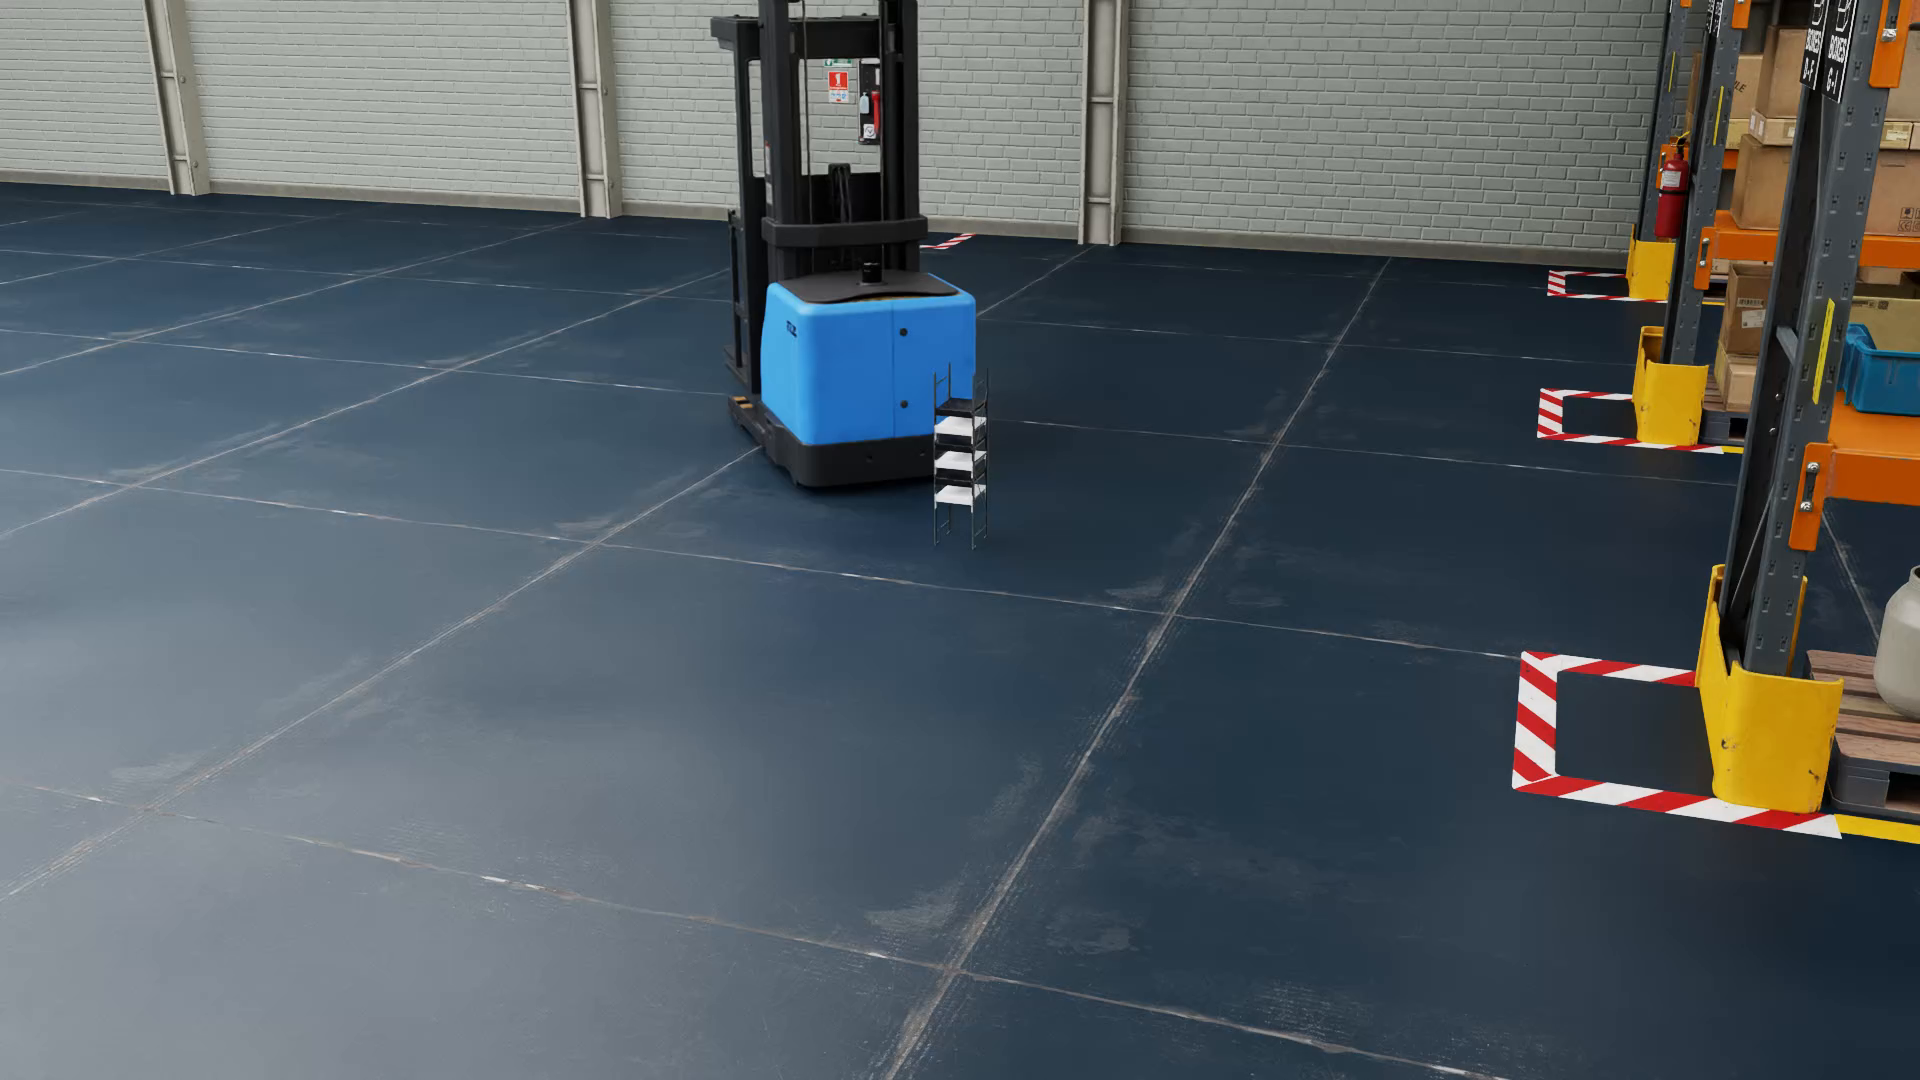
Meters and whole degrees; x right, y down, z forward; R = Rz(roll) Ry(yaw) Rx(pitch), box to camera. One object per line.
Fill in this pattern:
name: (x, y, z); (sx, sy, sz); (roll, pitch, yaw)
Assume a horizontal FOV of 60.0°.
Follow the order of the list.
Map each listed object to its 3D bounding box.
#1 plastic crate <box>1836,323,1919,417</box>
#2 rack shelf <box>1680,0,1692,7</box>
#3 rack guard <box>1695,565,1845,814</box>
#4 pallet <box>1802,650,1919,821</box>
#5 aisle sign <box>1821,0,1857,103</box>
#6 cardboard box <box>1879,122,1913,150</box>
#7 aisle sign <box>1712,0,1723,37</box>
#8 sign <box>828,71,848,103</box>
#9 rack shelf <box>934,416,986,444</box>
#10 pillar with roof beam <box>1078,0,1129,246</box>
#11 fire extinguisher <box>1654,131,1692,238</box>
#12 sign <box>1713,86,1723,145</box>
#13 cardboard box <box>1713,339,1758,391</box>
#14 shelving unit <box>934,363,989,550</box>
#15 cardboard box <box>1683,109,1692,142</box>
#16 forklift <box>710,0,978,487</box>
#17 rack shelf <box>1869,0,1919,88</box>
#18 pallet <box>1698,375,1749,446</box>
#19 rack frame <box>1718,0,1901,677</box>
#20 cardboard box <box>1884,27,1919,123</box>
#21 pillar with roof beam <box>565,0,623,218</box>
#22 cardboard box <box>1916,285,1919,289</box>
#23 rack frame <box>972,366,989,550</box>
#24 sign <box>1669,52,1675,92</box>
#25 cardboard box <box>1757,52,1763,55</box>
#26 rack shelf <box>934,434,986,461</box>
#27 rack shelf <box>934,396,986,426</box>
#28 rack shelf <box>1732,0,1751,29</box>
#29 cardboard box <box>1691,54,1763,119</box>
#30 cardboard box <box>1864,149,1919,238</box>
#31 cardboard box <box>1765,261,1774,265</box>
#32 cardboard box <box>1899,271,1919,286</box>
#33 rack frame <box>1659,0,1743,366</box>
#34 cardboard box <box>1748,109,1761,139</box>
plastic crate: (3.522, -0.612, 6.002); (0.616, 0.251, 0.499); (7, 20, 18)
rack shelf: (8.092, -4.585, 13.707); (4.000, 0.370, 1.077); (7, 20, 18)
rack guard: (3.039, 0.530, 6.295); (0.348, 0.500, 1.175); (7, 20, 18)
pallet: (3.804, 0.756, 6.086); (1.213, 0.211, 1.003); (7, 20, 18)
aisle sign: (2.787, -1.788, 5.199); (0.004, 0.787, 0.394); (7, 20, 18)
cardboard box: (5.366, -2.373, 9.688); (0.250, 0.149, 0.380); (7, 20, 18)
aisle sign: (4.418, -3.323, 9.602); (0.004, 0.787, 0.394); (7, 20, 18)
sign: (-1.330, -4.953, 18.174); (0.234, 0.329, 0.001); (7, 20, 18)
rack shelf: (0.008, -0.563, 8.377); (0.200, 0.077, 0.258); (7, 20, 18)
pillar with roof beam: (0.067, -6.060, 12.289); (0.400, 9.000, 9.100); (7, 20, 18)
fire extinguisher: (4.621, -2.304, 10.746); (0.183, 0.674, 0.296); (7, 20, 18)
sign: (4.393, -2.458, 9.634); (0.005, 0.325, 0.100); (7, 20, 18)
cardboard box: (5.184, -1.117, 10.764); (0.500, 0.250, 0.500); (7, 20, 18)
shelving unit: (0.008, -0.424, 8.426); (0.210, 0.900, 0.258); (7, 20, 18)
cardboard box: (6.708, -3.672, 14.752); (0.500, 0.250, 0.500); (7, 20, 19)
forklift: (-0.864, -2.126, 10.222); (1.130, 2.935, 3.031); (-7, 20, -18)
rack shelf: (4.841, -1.504, 4.871); (4.000, 0.370, 1.077); (7, 20, 18)
pallet: (5.317, -0.797, 10.542); (1.213, 0.211, 1.003); (7, 20, 18)
rack frame: (2.952, -0.644, 5.866); (0.127, 3.000, 1.000); (7, 20, 18)
cardboard box: (5.566, -2.728, 9.722); (0.500, 0.500, 0.700); (6, 20, 17)
pillar with roof beam: (-5.600, -6.708, 14.148); (0.400, 9.000, 9.100); (7, 20, 18)
cardboard box: (5.964, -1.207, 9.881); (0.500, 0.500, 0.500); (7, 20, 18)
rack frame: (0.104, -0.413, 8.394); (0.006, 0.900, 0.240); (7, 20, 18)
sign: (6.025, -3.964, 14.076); (0.005, 0.325, 0.100); (7, 20, 18)
cardboard box: (7.190, -3.974, 14.479); (0.500, 0.500, 0.500); (7, 20, 19)
rack shelf: (0.008, -0.478, 8.407); (0.200, 0.077, 0.258); (7, 20, 18)
rack shelf: (0.008, -0.648, 8.348); (0.200, 0.077, 0.258); (7, 20, 18)
rack shelf: (6.470, -3.044, 9.288); (4.000, 0.370, 1.077); (7, 20, 18)
cardboard box: (6.555, -3.872, 14.184); (0.500, 0.500, 0.500); (7, 20, 18)
cardboard box: (5.515, -2.121, 9.952); (0.500, 0.500, 0.700); (7, 20, 19)
cardboard box: (7.365, -2.498, 14.601); (0.500, 0.311, 0.500); (8, 21, 23)
cardboard box: (6.134, -1.369, 10.345); (0.500, 0.500, 0.500); (7, 20, 18)
rack frame: (4.581, -2.183, 10.283); (0.127, 3.000, 1.000); (7, 20, 18)
cardboard box: (5.004, -2.555, 10.211); (0.250, 0.149, 0.380); (6, 20, 17)
